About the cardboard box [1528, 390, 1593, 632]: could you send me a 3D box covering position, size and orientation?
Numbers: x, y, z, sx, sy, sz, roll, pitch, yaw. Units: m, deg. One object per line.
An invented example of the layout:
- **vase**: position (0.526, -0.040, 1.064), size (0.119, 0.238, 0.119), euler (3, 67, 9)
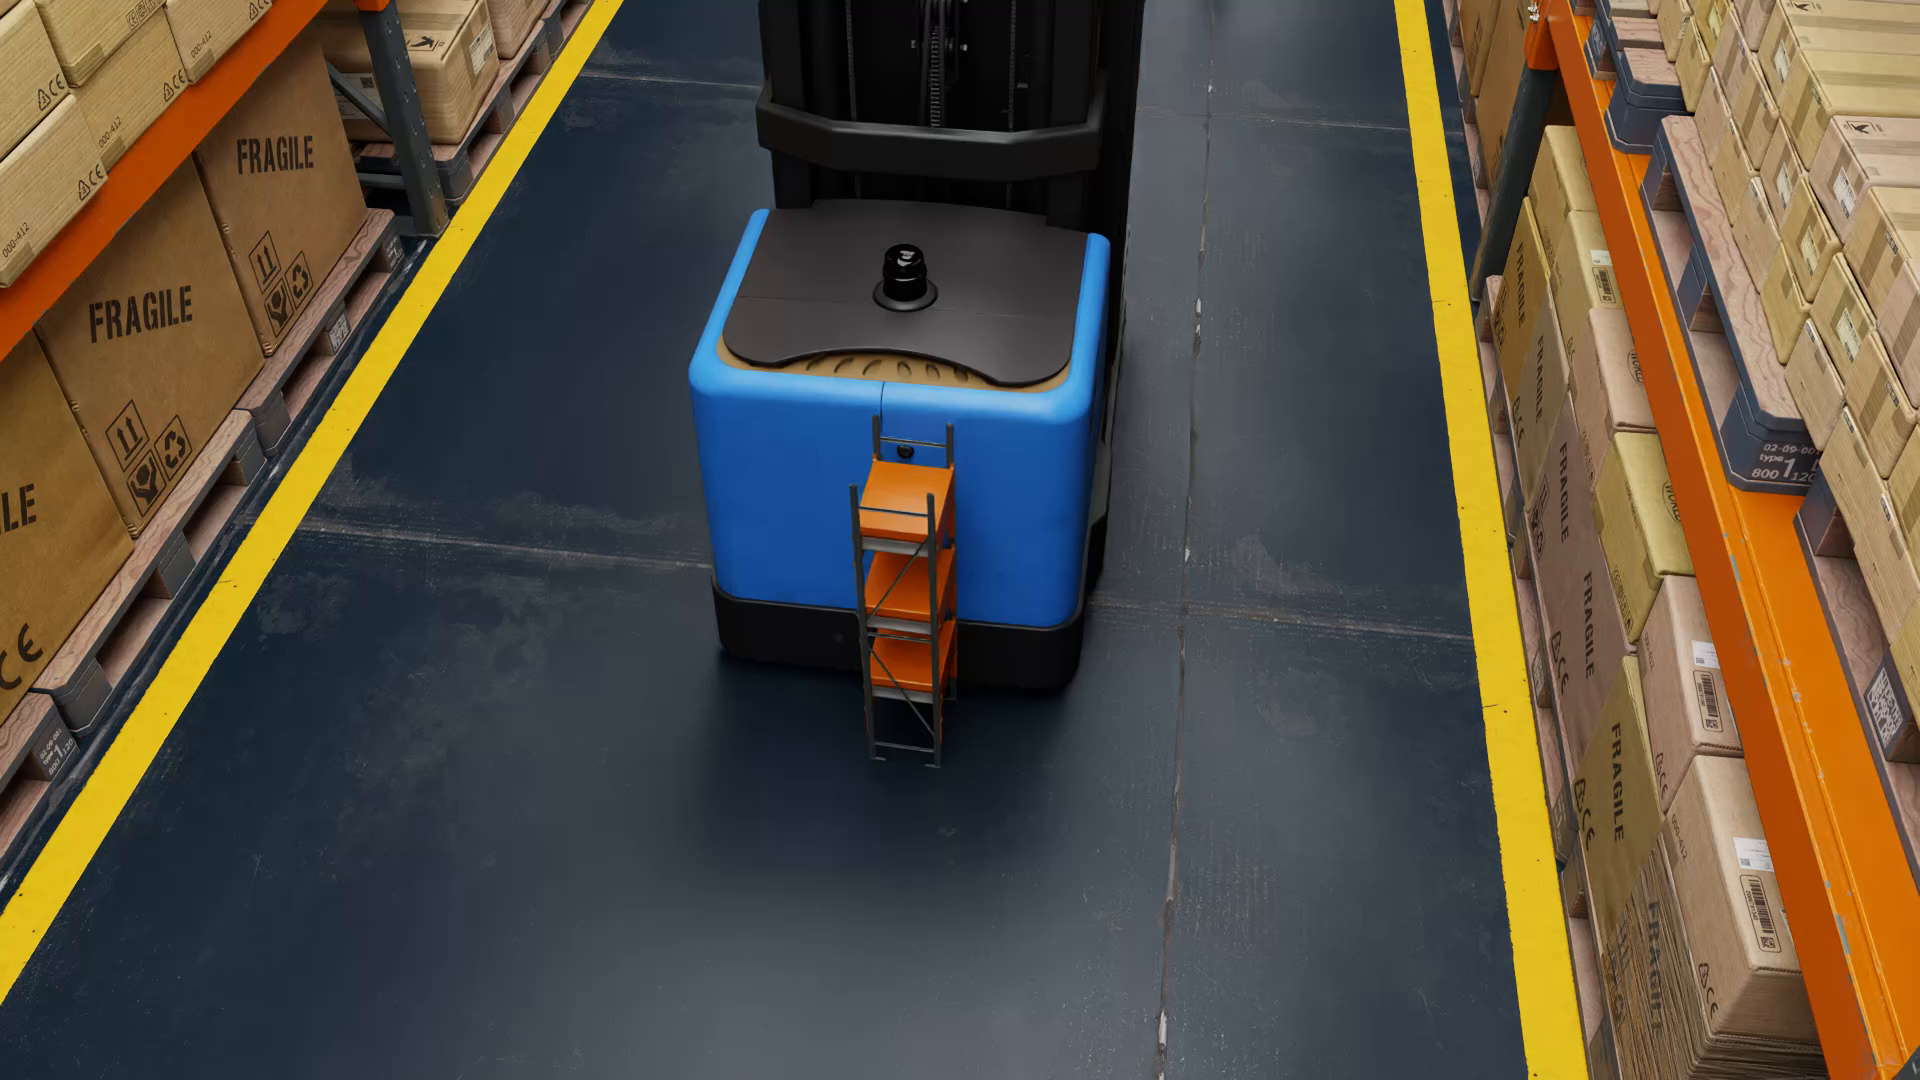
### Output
- **cardboard box**: position (1.930, -0.057, 4.641), size (0.500, 0.500, 0.500), euler (4, 44, 4)

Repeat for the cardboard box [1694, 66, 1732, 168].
- **cardboard box**: position (2.006, -1.007, 4.009), size (0.380, 0.149, 0.250), euler (7, 44, 7)

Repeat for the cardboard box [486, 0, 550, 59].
- **cardboard box**: position (-2.343, -2.432, 7.242), size (0.950, 0.372, 0.625), euler (4, 44, 5)

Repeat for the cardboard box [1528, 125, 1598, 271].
- **cardboard box**: position (2.072, -1.034, 5.127), size (0.500, 0.250, 0.500), euler (3, 44, 4)

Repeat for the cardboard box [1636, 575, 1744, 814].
- **cardboard box**: position (1.803, 0.365, 3.650), size (0.500, 0.250, 0.500), euler (7, 44, 7)

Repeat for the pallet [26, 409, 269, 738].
- **pallet**: position (-2.860, 0.027, 5.068), size (1.003, 0.211, 1.213), euler (5, 44, 6)

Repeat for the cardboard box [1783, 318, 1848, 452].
- **cardboard box**: position (1.863, -0.296, 3.258), size (0.380, 0.149, 0.250), euler (4, 44, 4)

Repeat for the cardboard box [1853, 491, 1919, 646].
- **cardboard box**: position (1.799, 0.065, 2.877), size (0.380, 0.149, 0.250), euler (5, 44, 5)

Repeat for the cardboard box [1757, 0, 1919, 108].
- **cardboard box**: position (1.977, -1.049, 3.620), size (0.380, 0.149, 0.250), euler (6, 44, 7)

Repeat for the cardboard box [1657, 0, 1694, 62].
- **cardboard box**: position (2.073, -1.372, 4.395), size (0.380, 0.149, 0.250), euler (7, 44, 8)

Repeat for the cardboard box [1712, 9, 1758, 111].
- **cardboard box**: position (2.007, -1.114, 3.905), size (0.380, 0.149, 0.250), euler (5, 44, 6)

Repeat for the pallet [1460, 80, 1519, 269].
- **pallet**: position (2.582, -1.482, 6.662), size (1.003, 0.211, 1.213), euler (5, 44, 6)

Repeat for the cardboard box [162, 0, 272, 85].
- **cardboard box**: position (-2.379, -1.573, 4.839), size (0.500, 0.250, 0.500), euler (6, 44, 6)

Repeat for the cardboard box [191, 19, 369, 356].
- **cardboard box**: position (-2.691, -1.263, 5.642), size (0.875, 0.875, 0.875), euler (5, 44, 5)

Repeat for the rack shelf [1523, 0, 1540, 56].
- **rack shelf**: position (2.667, -3.066, 6.830), size (1.077, 0.370, 4.000), euler (5, 44, 6)

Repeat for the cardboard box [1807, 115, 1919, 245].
- **cardboard box**: position (1.907, -0.695, 3.247), size (0.380, 0.149, 0.250), euler (3, 44, 4)

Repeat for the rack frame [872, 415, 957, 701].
- **rack frame**: position (-0.111, 0.078, 4.390), size (0.200, 1.050, 0.008), euler (7, 46, 7)

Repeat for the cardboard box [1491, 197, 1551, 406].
- **cardboard box**: position (2.056, -0.750, 5.373), size (0.500, 0.500, 0.500), euler (4, 44, 4)

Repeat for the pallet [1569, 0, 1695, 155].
- **pallet**: position (2.414, -1.399, 4.686), size (1.213, 0.211, 1.003), euler (5, 44, 6)

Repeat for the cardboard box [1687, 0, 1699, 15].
- **cardboard box**: position (2.074, -1.455, 4.266), size (0.380, 0.149, 0.250), euler (4, 44, 4)

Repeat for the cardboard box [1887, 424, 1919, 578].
- **cardboard box**: position (1.800, -0.045, 2.777), size (0.380, 0.149, 0.250), euler (7, 44, 7)

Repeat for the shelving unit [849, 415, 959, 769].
- **shelving unit**: position (-0.133, 0.164, 4.306), size (0.215, 1.050, 0.252), euler (7, 46, 7)

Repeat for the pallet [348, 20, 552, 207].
- **pallet**: position (-2.412, -1.865, 7.067), size (1.003, 0.211, 1.213), euler (5, 44, 6)

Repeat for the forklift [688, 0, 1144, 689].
- **forklift**: position (0.006, -1.661, 4.873), size (1.130, 2.935, 3.031), euler (5, 44, 6)

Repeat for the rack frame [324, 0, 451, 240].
- **rack frame**: position (-2.517, -2.346, 5.545), size (1.000, 3.000, 0.127), euler (5, 44, 6)

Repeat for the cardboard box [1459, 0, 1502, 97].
- **cardboard box**: position (2.685, -2.303, 6.831), size (1.050, 0.750, 0.750), euler (6, 44, 6)

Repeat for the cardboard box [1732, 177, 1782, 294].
- **cardboard box**: position (1.934, -0.658, 3.641), size (0.380, 0.149, 0.250), euler (4, 44, 4)

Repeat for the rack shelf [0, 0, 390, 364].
- **rack shelf**: position (-2.782, -0.721, 4.353), size (1.077, 0.370, 4.000), euler (5, 44, 6)

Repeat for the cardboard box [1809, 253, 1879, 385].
- **cardboard box**: position (1.868, -0.409, 3.161), size (0.380, 0.149, 0.250), euler (3, 44, 3)

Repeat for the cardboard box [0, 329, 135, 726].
- **cardboard box**: position (-2.932, -0.047, 4.357), size (0.875, 0.875, 0.875), euler (6, 44, 7)

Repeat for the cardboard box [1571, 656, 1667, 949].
- **cardboard box**: position (1.790, 0.640, 3.905), size (0.500, 0.500, 0.500), euler (4, 44, 5)

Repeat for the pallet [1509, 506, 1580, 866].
- **pallet**: position (2.134, 0.410, 4.664), size (1.003, 0.211, 1.213), euler (5, 44, 6)

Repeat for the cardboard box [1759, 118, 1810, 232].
- **cardboard box**: position (1.939, -0.760, 3.532), size (0.380, 0.149, 0.250), euler (7, 44, 7)

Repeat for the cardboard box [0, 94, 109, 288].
- **cardboard box**: position (-2.501, -0.881, 4.108), size (0.500, 0.250, 0.500), euler (5, 44, 5)

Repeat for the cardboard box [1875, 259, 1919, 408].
- **cardboard box**: position (1.839, -0.345, 2.877), size (0.380, 0.149, 0.250), euler (5, 44, 5)

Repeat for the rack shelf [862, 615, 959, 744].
- **rack shelf**: position (-0.131, 0.366, 4.513), size (0.215, 0.259, 0.240), euler (7, 46, 7)

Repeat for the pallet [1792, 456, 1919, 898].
- **pallet**: position (2.119, 0.324, 2.866), size (1.003, 0.211, 1.213), euler (5, 44, 6)

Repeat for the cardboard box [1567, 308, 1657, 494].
- **cardboard box**: position (1.926, -0.352, 4.407), size (0.500, 0.250, 0.500), euler (6, 44, 6)

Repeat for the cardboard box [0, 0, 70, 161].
- **cardboard box**: position (-2.509, -1.065, 3.939), size (0.500, 0.250, 0.500), euler (4, 44, 4)
